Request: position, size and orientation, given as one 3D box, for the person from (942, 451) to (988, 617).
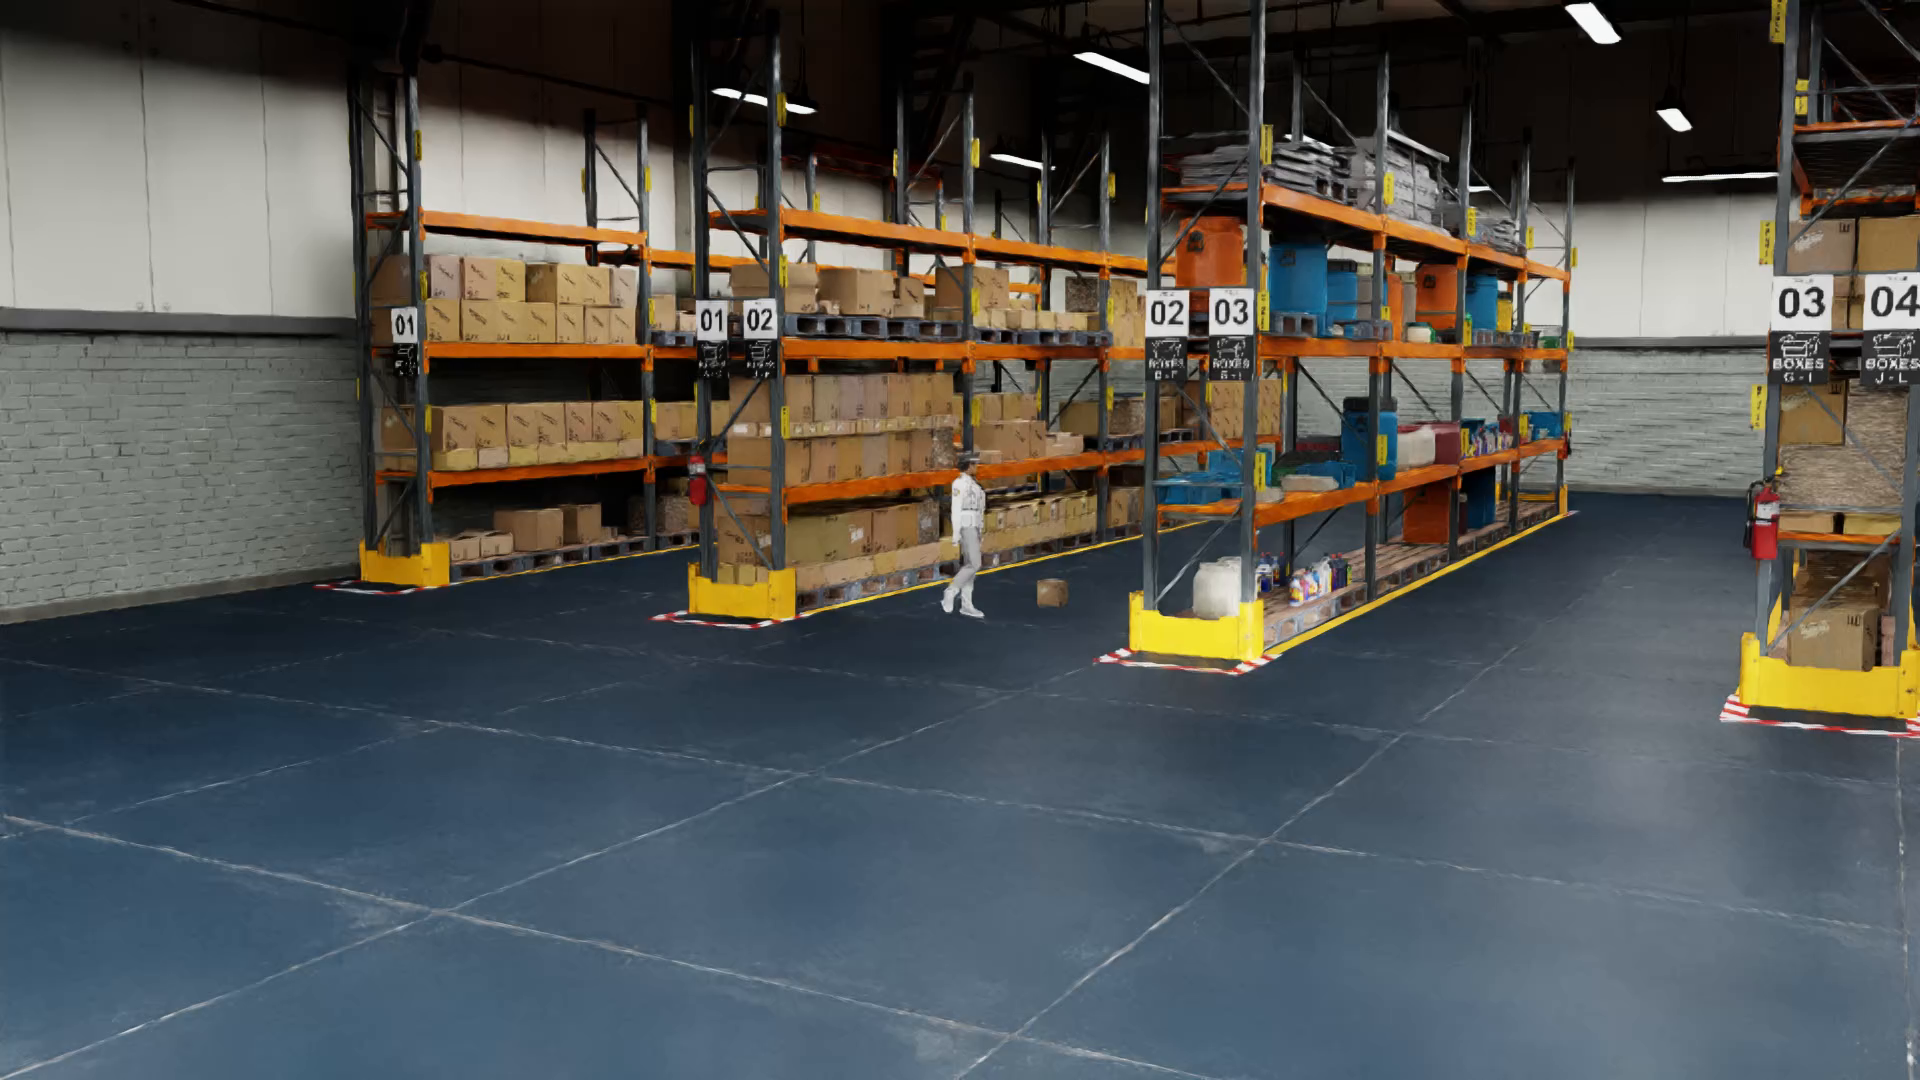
[{"bbox_3d":[0.073,-0.063,16.898,0.424,1.663,0.607,2,6,19],"label":"person"}]
